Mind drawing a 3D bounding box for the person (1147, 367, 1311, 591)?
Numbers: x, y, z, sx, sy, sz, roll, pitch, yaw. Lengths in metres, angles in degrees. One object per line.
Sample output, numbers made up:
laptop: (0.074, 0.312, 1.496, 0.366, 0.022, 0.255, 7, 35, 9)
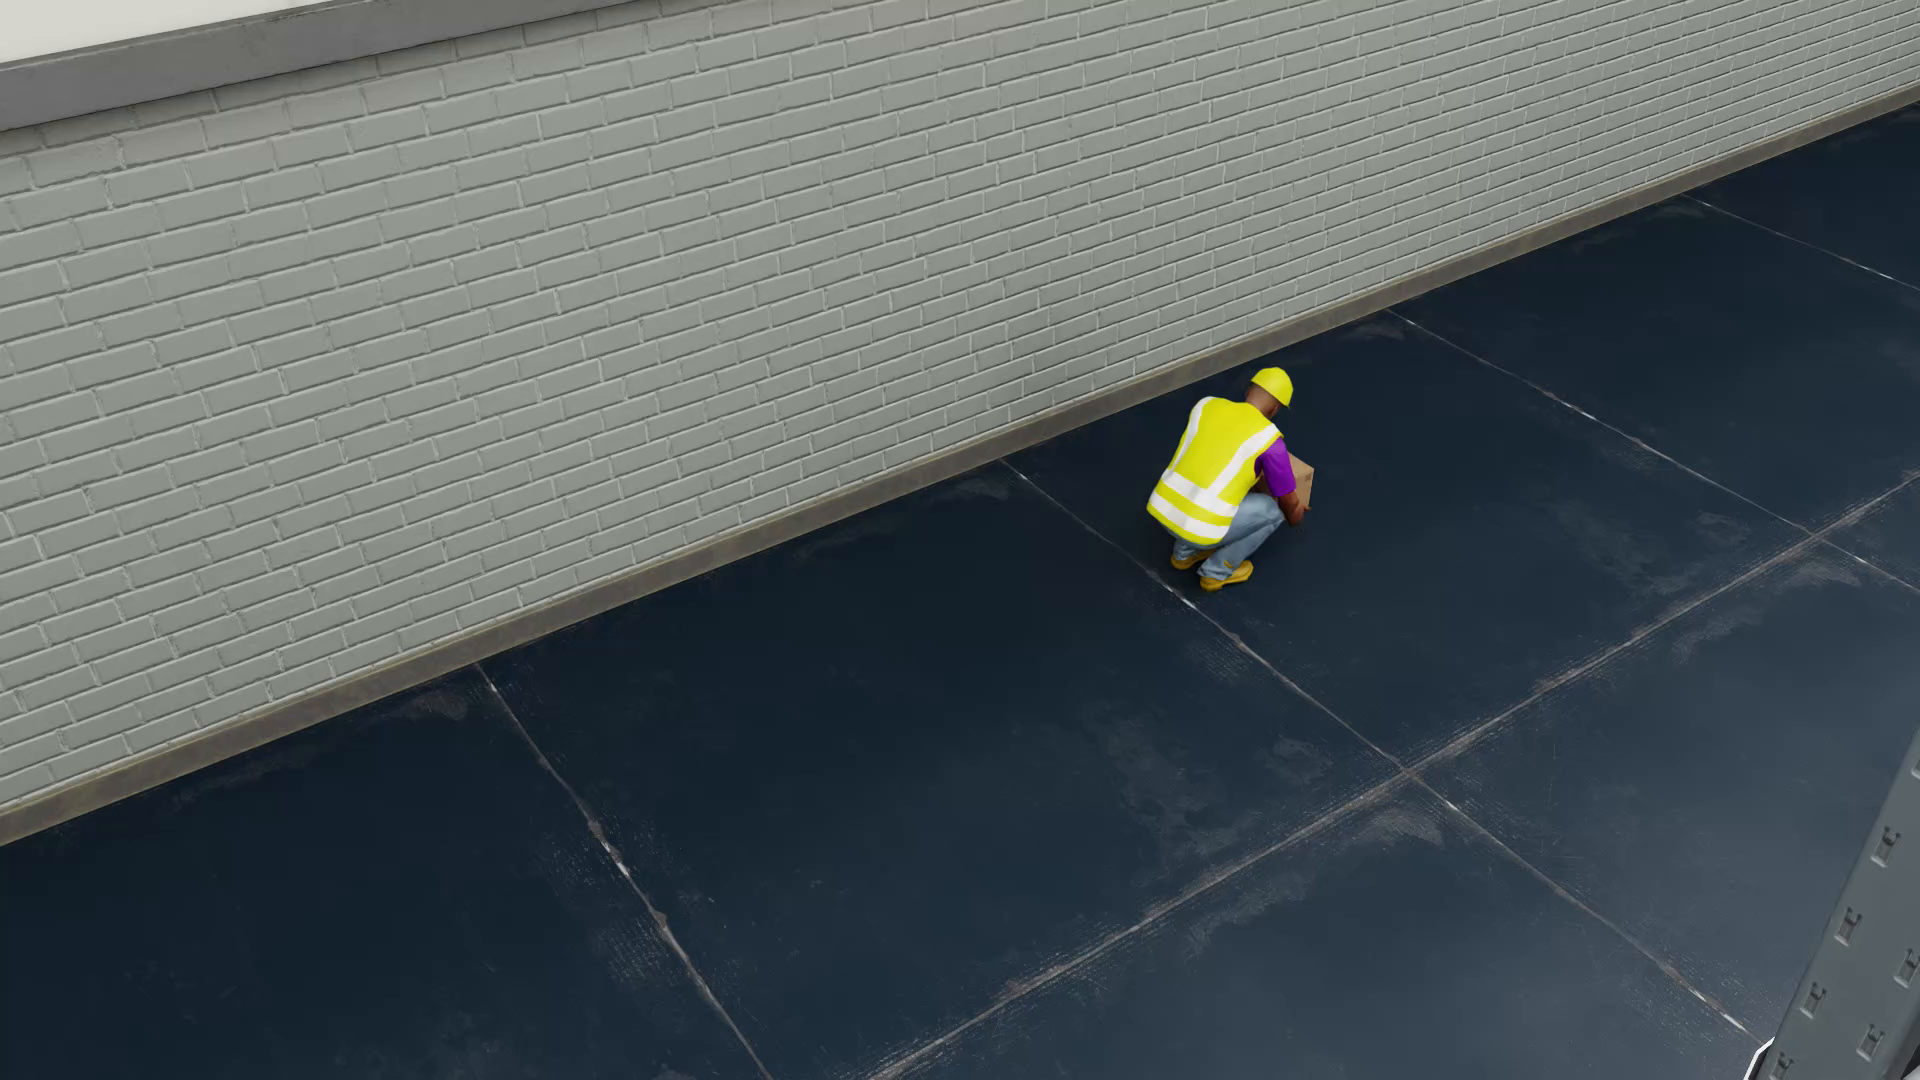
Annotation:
person: (1.306, -0.301, 8.051, 0.870, 1.003, 0.582, -23, 42, -28)
